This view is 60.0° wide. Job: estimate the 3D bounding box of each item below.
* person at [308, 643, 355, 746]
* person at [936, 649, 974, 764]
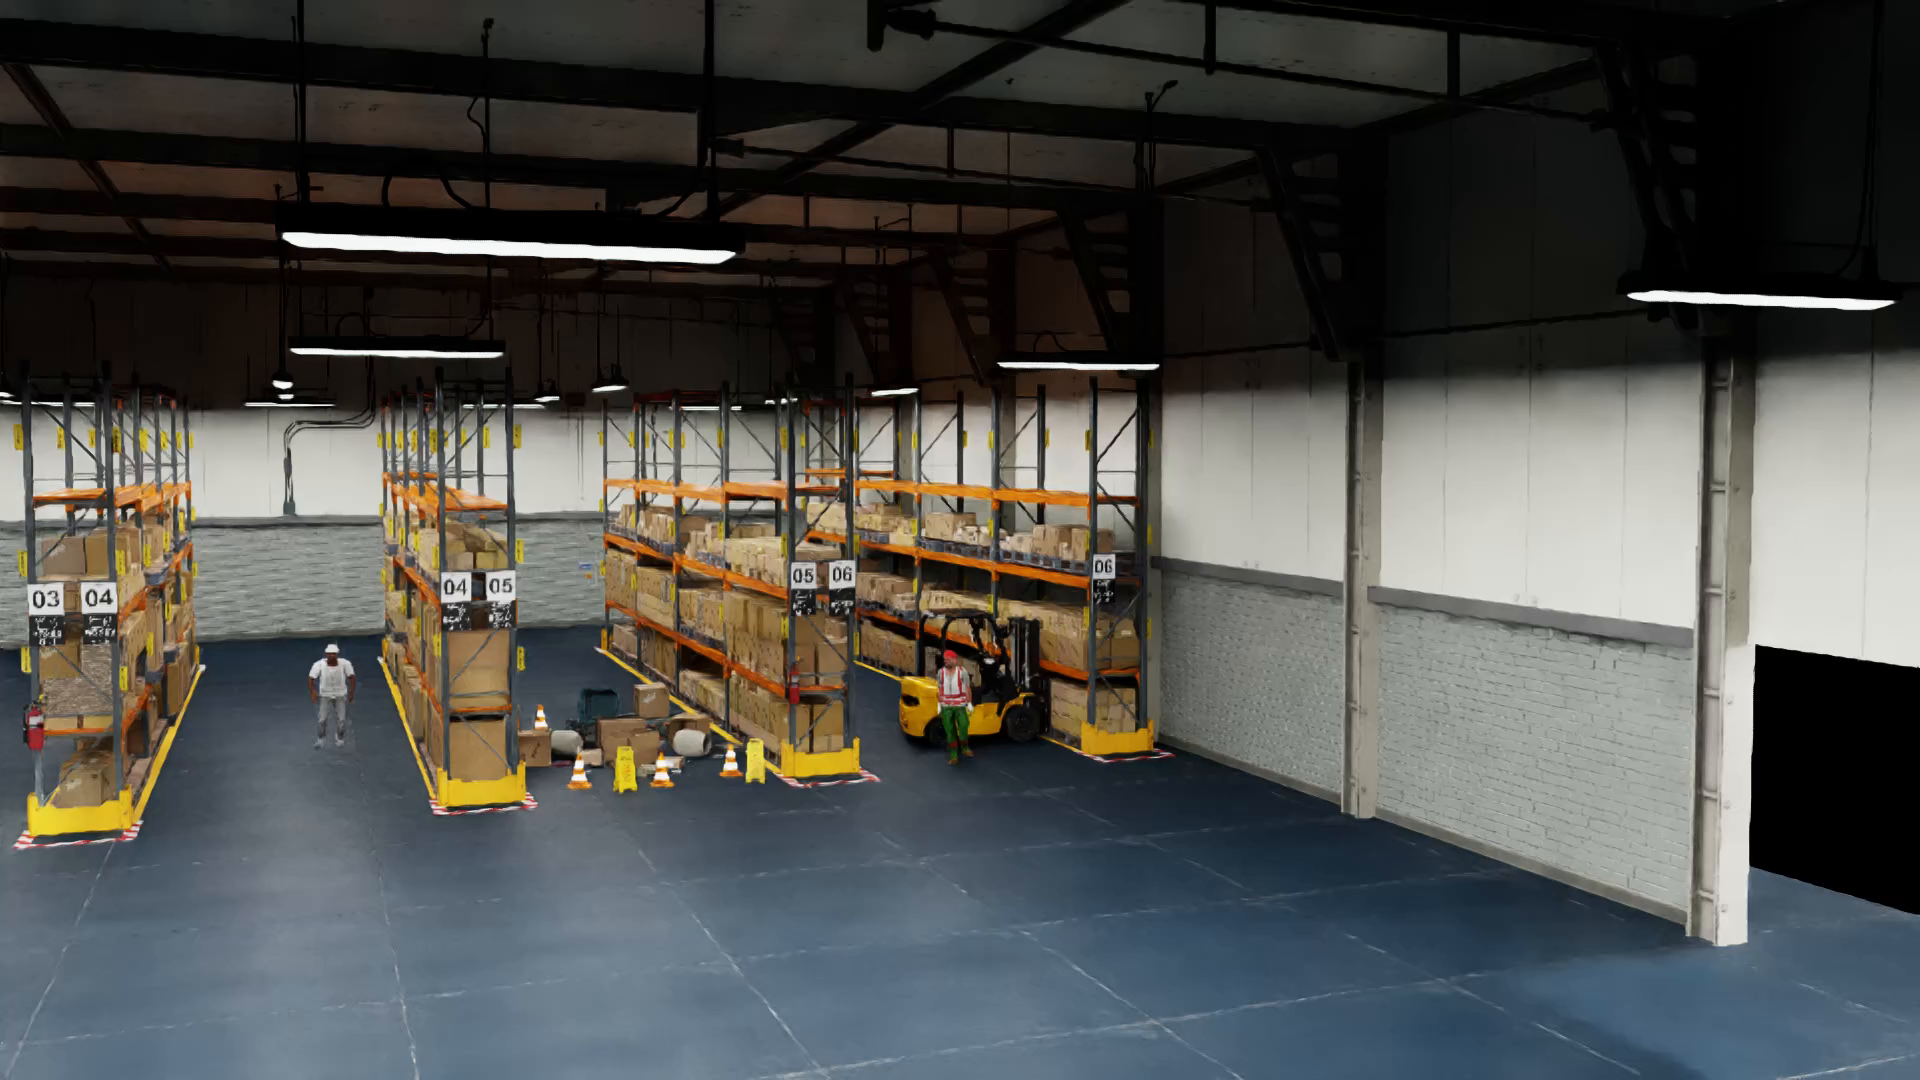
[{"bbox_3d":[-10.222,2.525,27.071,0.719,1.714,0.578,-2,4,-24],"label":"person"},{"bbox_3d":[-0.070,2.566,25.790,0.587,1.780,0.573,1,4,14],"label":"person"}]
